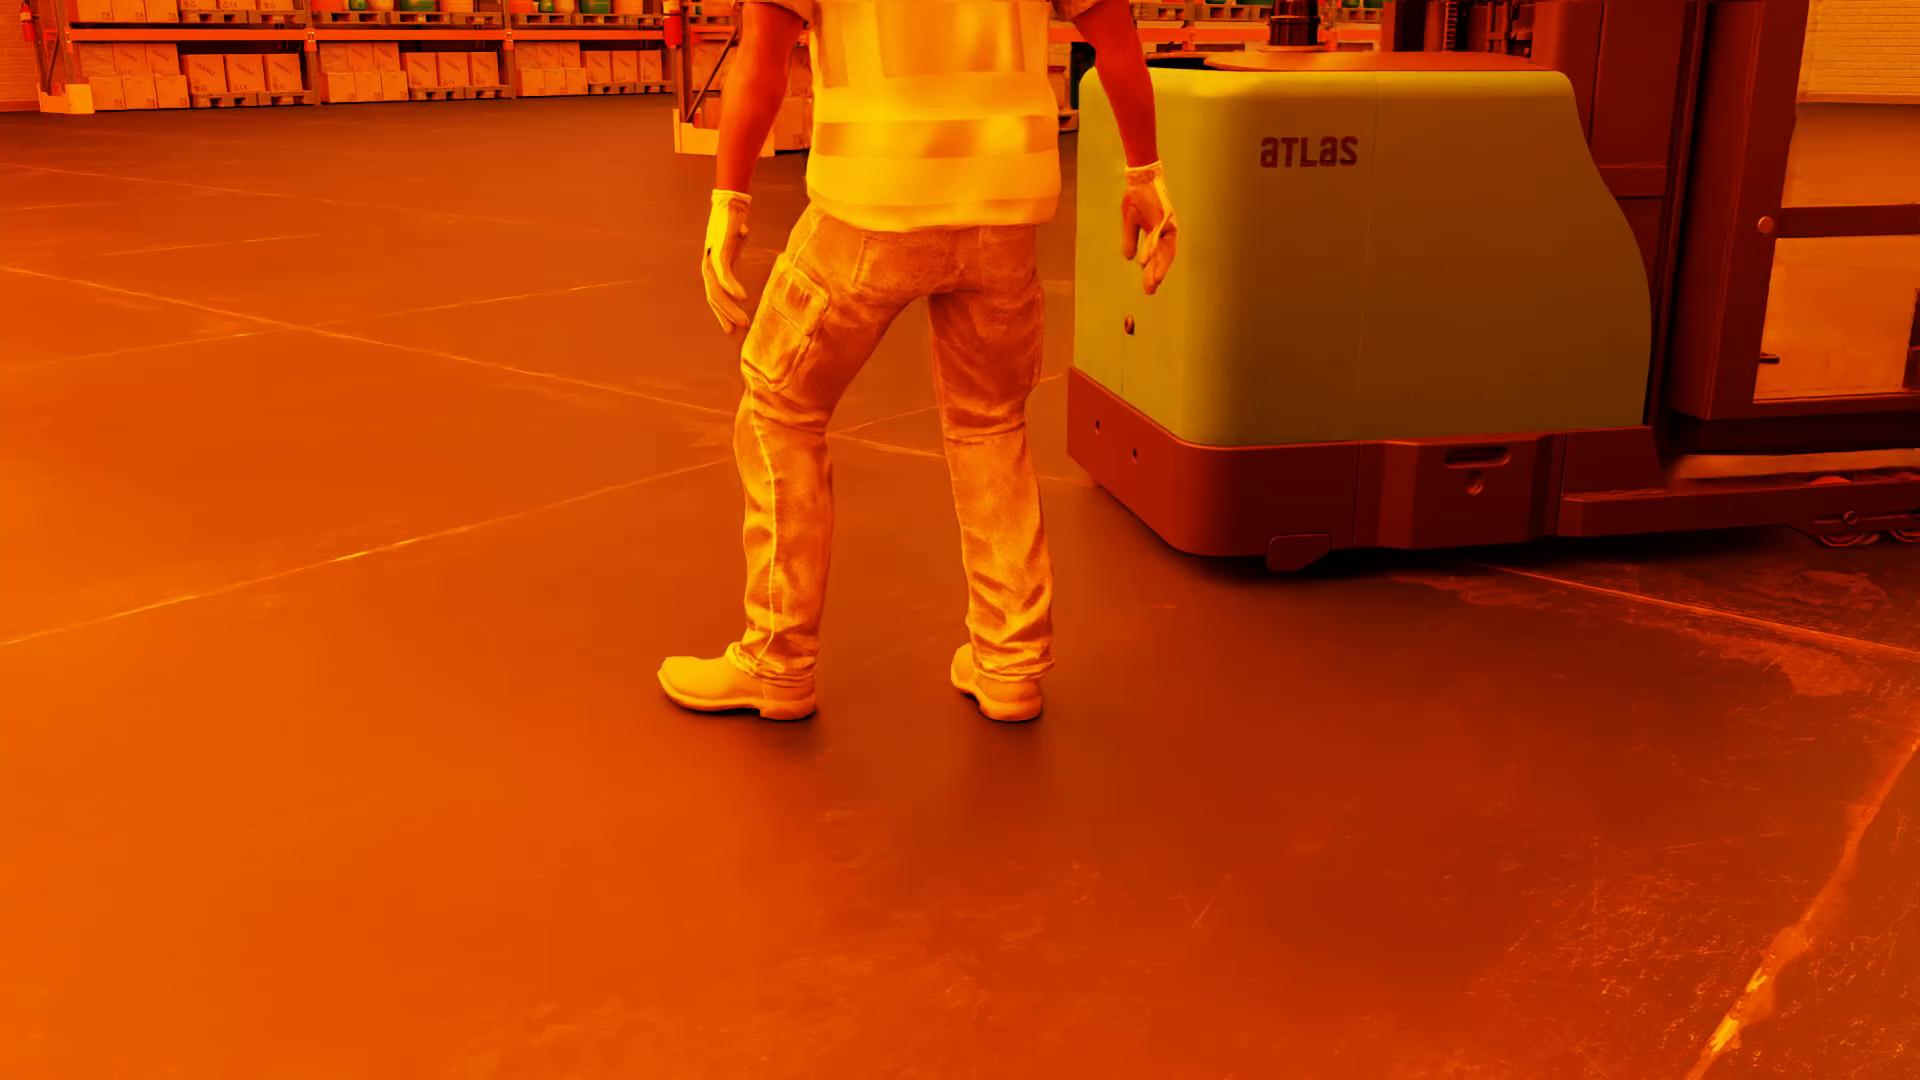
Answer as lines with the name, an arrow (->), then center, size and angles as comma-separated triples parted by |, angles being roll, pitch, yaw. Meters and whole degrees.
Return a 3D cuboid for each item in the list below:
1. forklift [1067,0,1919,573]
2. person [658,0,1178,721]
forklift -> 1.857, -1.531, 3.940 | 3.031, 2.935, 1.130 | -4, 17, -12
person -> -0.087, -0.559, 2.797 | 0.887, 1.746, 0.443 | -6, 18, -20
